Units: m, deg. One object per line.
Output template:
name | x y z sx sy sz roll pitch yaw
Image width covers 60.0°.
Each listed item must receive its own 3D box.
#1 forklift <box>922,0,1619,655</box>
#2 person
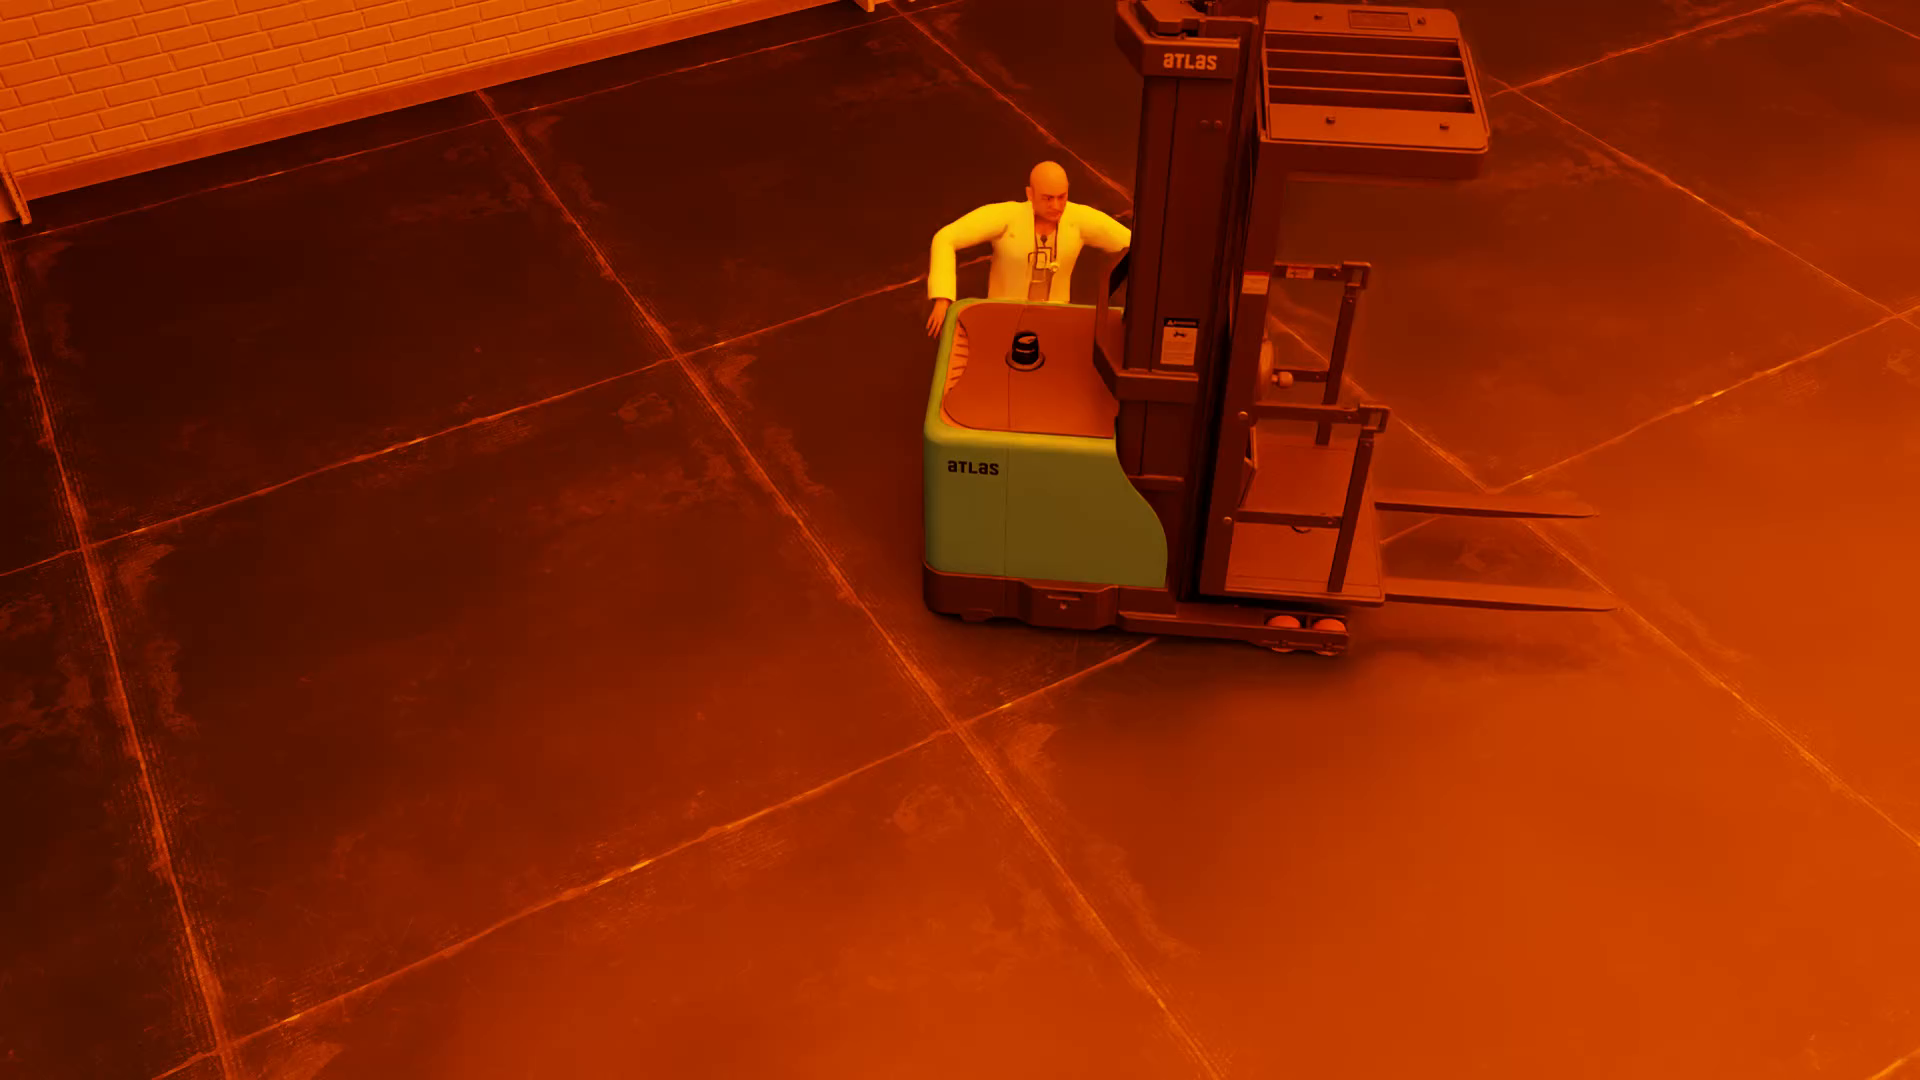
forklift | 1.386 -0.951 6.723 3.031 2.935 1.130 4 43 4
person | 0.398 -0.933 7.723 1.097 1.511 0.892 -14 45 -15
